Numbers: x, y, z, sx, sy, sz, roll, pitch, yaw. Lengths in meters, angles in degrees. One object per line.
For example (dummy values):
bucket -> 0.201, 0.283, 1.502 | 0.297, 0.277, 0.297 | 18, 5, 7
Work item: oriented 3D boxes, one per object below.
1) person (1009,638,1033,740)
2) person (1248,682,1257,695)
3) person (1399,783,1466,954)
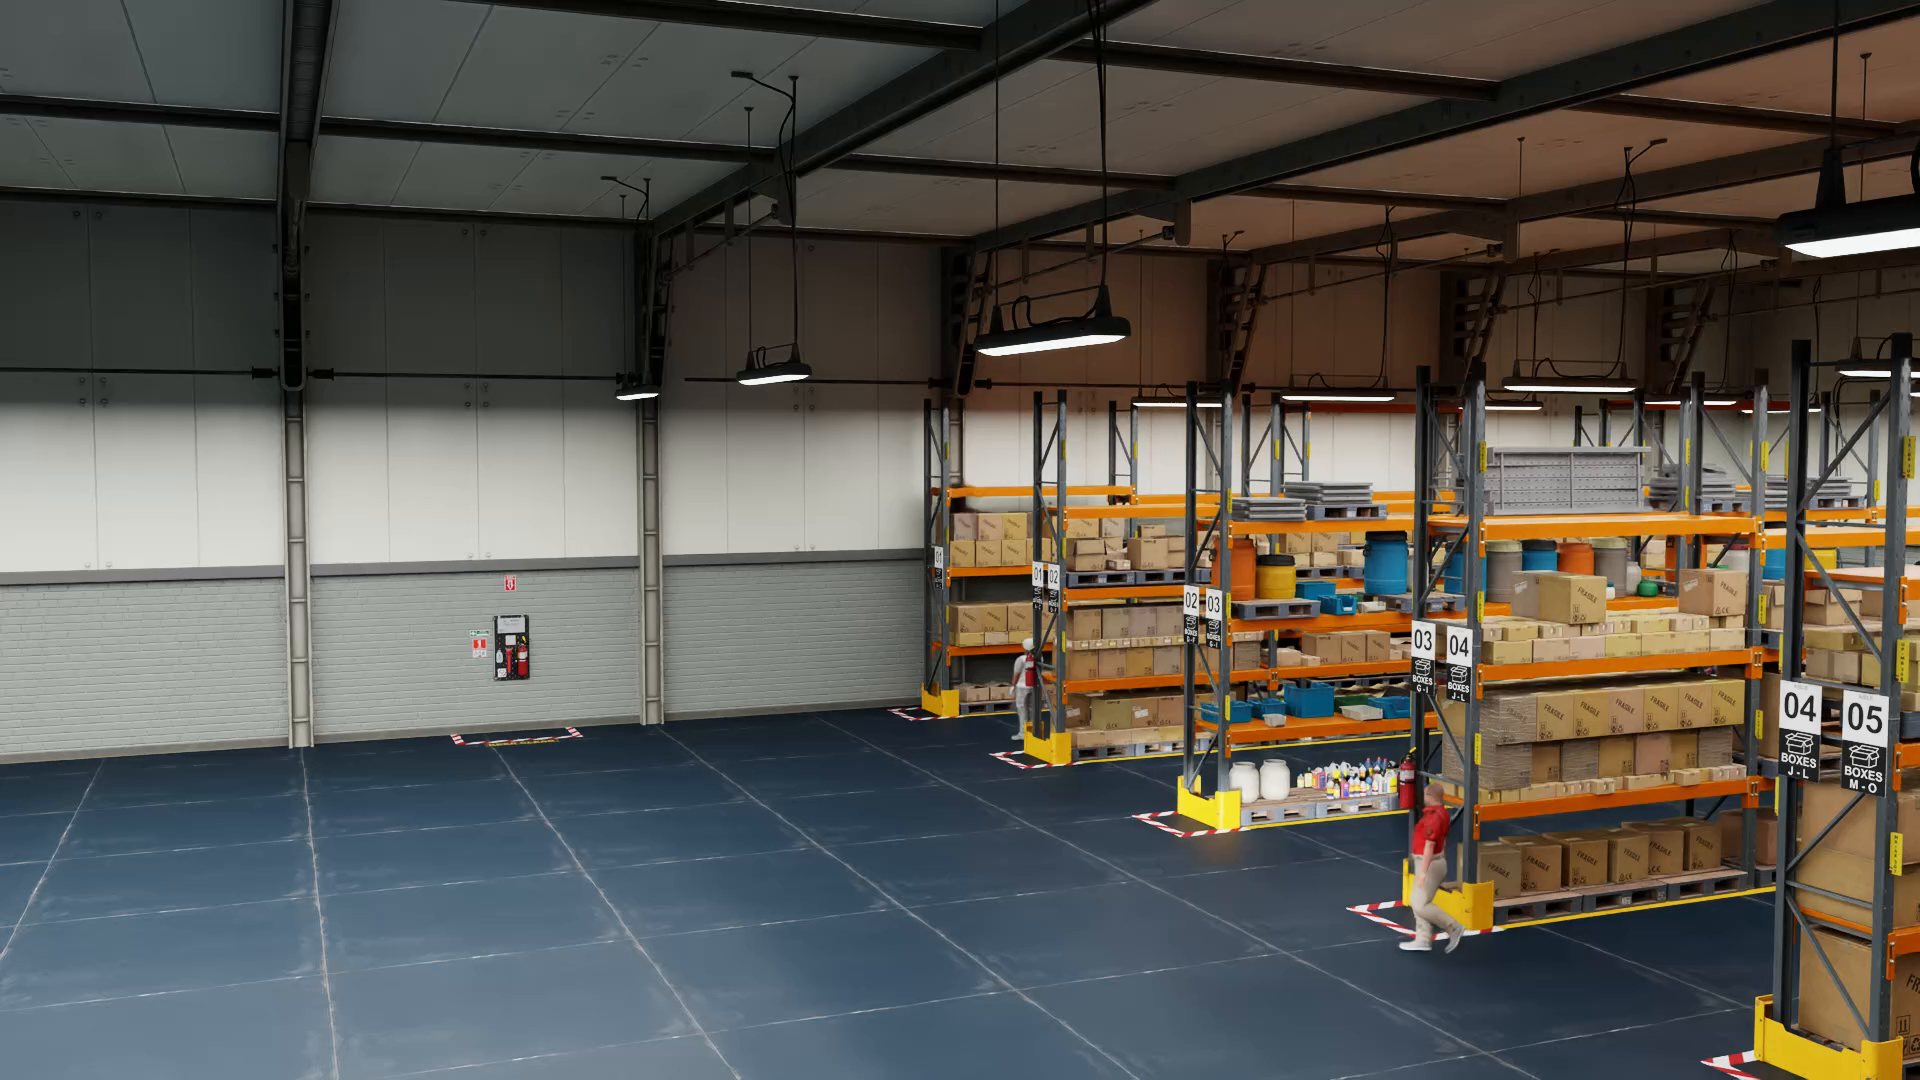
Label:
person -> 1.148, 2.578, 28.931 | 0.460, 1.769, 0.594 | 2, 4, 36
person -> 5.377, 2.400, 32.447 | 1.052, 1.727, 0.566 | -2, 4, -26
person -> 4.760, 3.306, 16.738 | 0.631, 1.723, 0.525 | 1, 3, 12
